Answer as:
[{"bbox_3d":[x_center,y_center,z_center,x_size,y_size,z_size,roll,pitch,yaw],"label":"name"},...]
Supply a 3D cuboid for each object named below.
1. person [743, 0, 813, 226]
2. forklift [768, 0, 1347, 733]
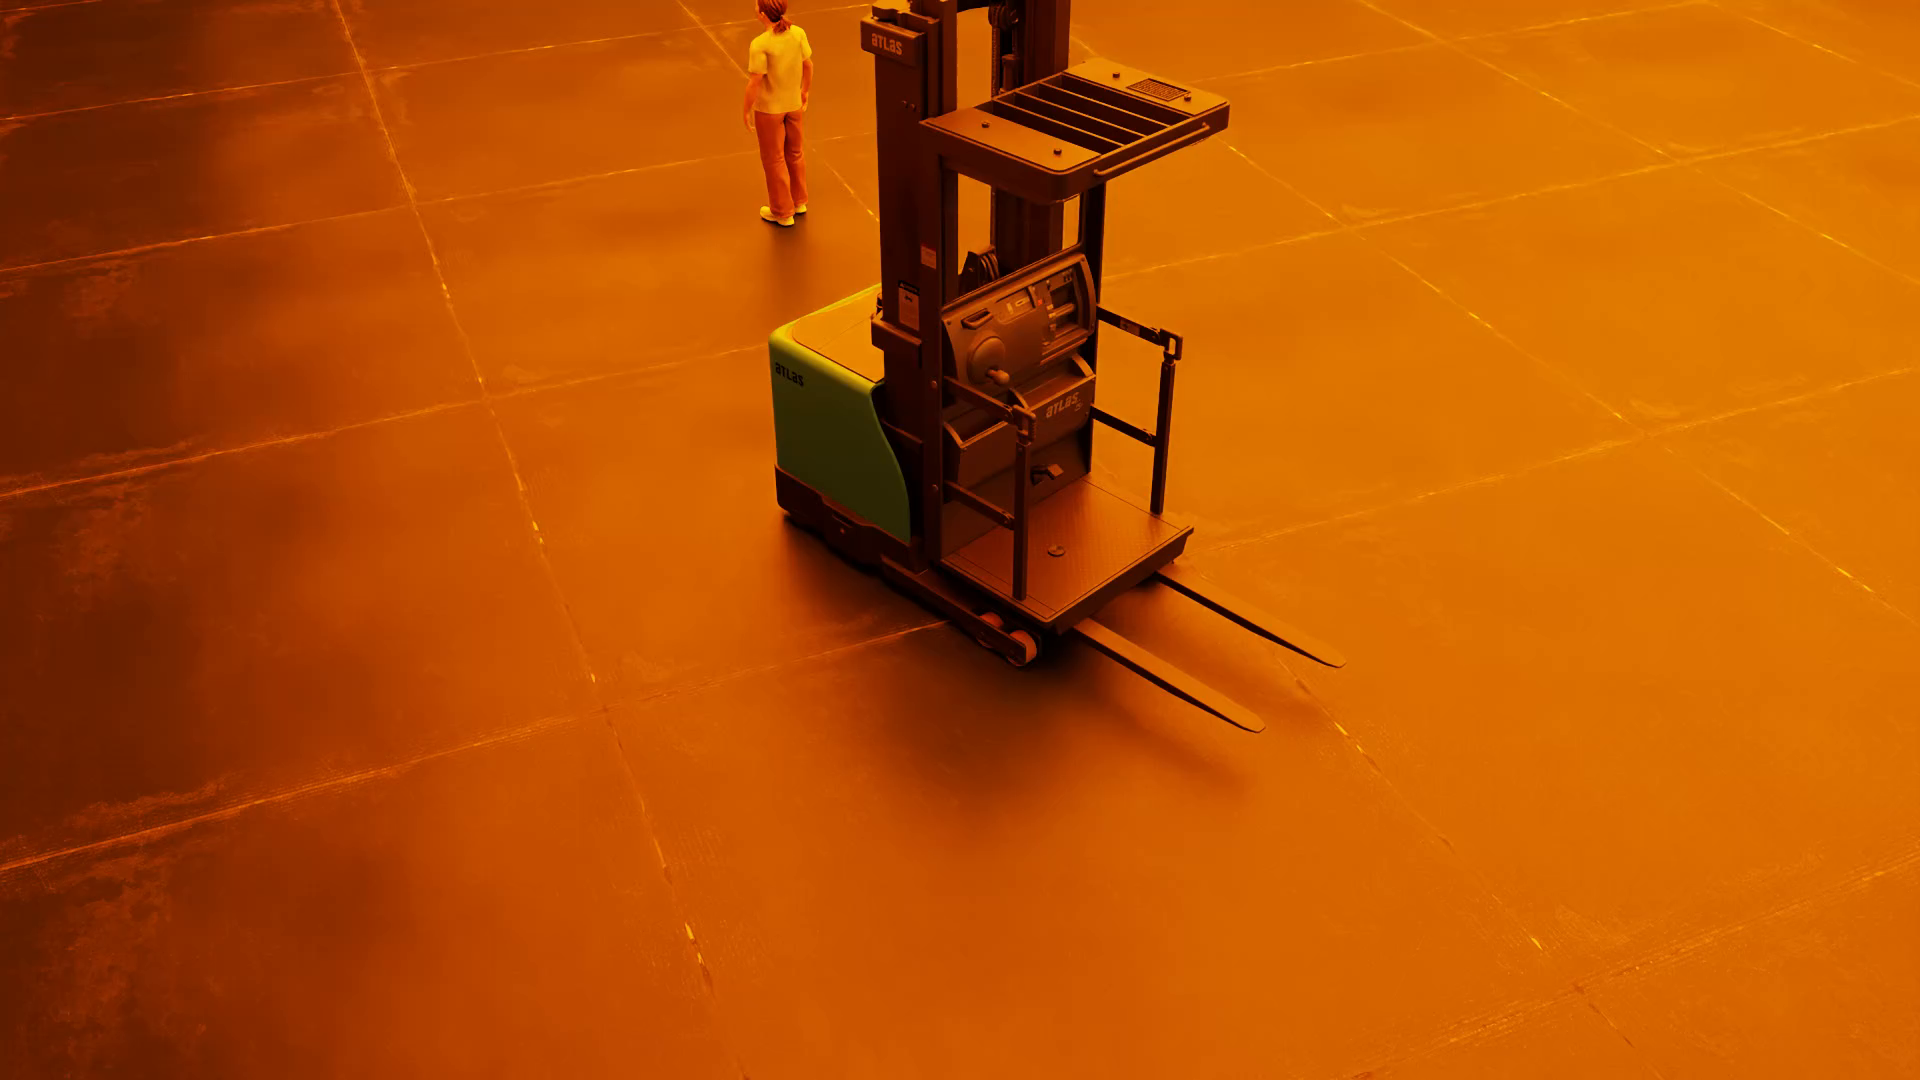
[{"bbox_3d":[-1.274,-2.958,11.329,0.554,1.676,0.550,-26,43,-31],"label":"person"},{"bbox_3d":[0.432,-0.946,7.429,3.031,2.935,1.130,30,45,35],"label":"forklift"}]
